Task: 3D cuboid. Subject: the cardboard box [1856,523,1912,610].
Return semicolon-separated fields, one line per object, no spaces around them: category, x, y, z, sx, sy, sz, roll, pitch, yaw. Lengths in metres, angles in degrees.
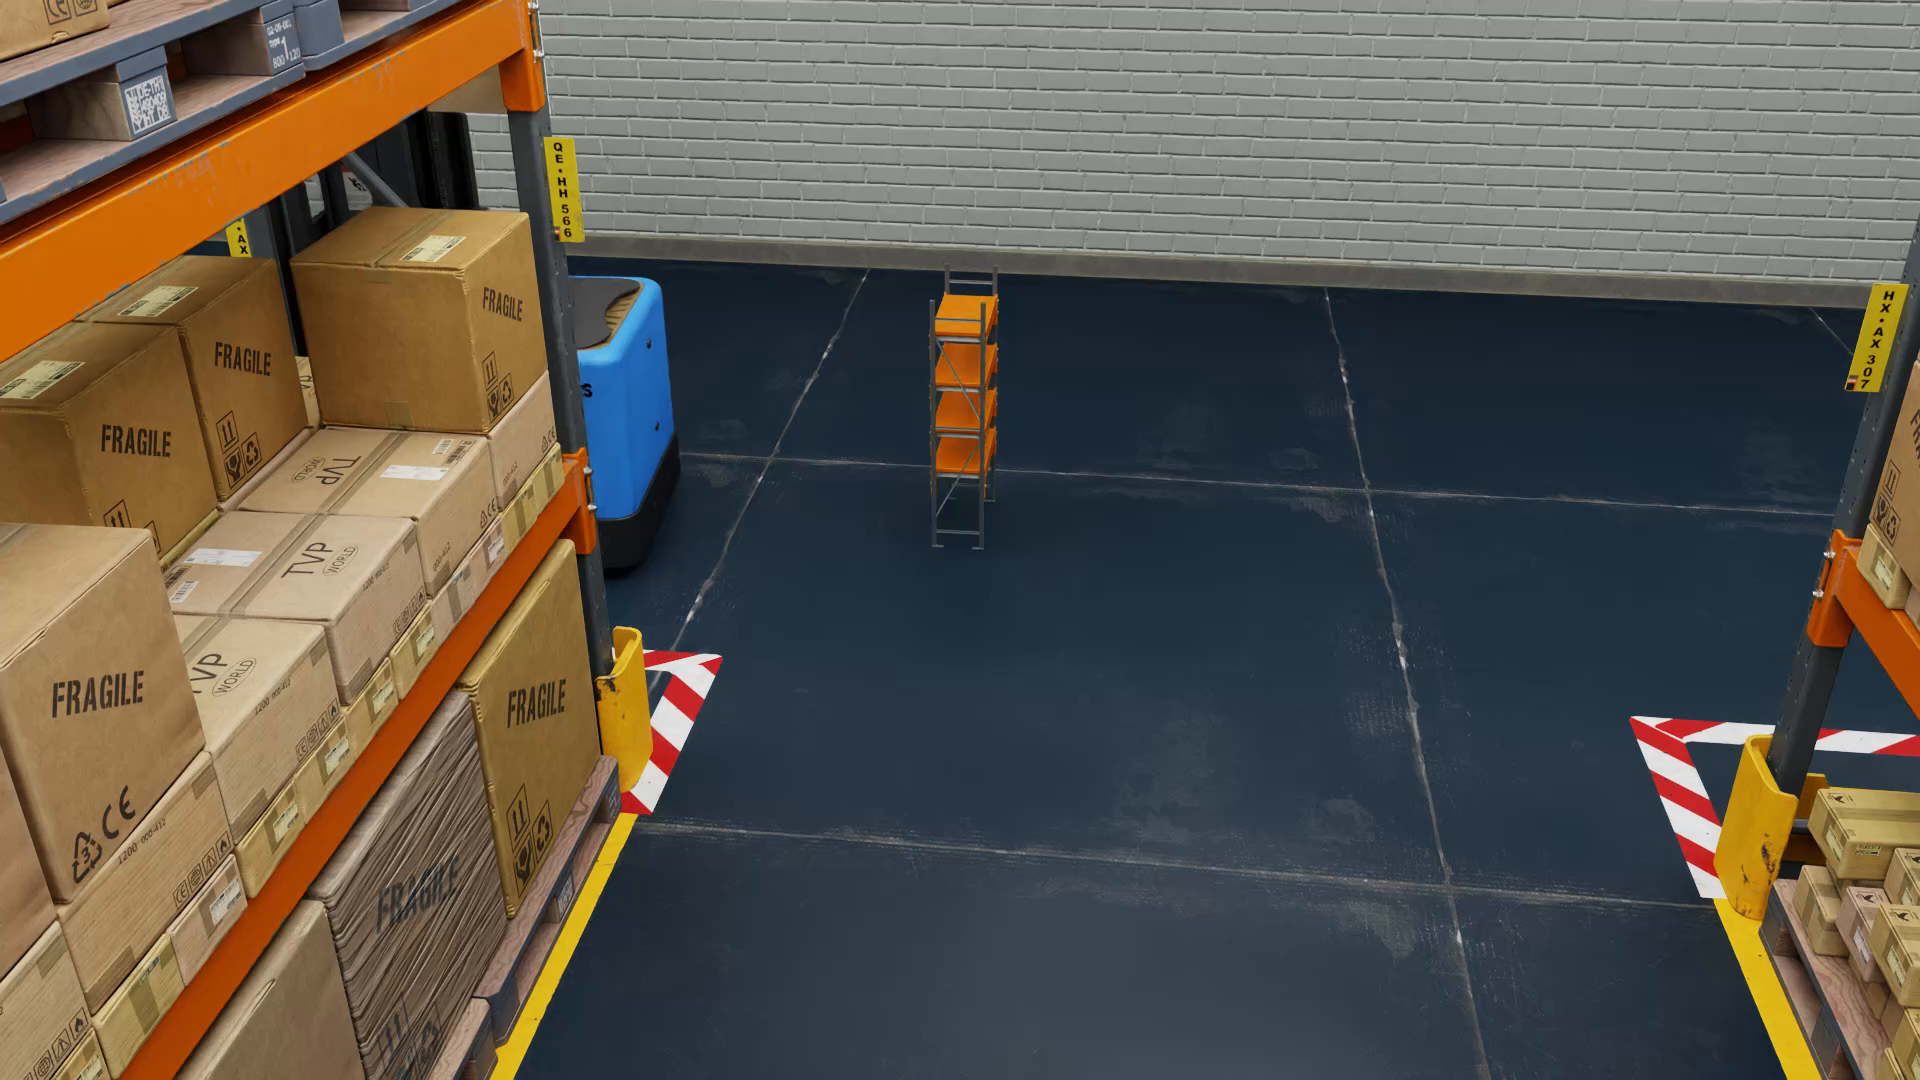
cardboard box;2.790;0.082;4.700;0.380;0.149;0.250;3;28;6

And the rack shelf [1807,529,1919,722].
rack shelf;2.910;1.096;3.311;1.077;0.370;4.000;3;28;6

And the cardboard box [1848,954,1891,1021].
cardboard box;2.822;1.264;4.804;0.380;0.149;0.250;3;28;6

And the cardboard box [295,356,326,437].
cardboard box;-2.082;-0.352;5.086;0.500;0.250;0.500;3;28;5

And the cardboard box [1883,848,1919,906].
cardboard box;2.839;1.010;4.648;0.380;0.149;0.250;4;29;7

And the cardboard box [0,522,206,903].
cardboard box;-1.806;0.303;3.079;0.500;0.500;0.500;2;28;5

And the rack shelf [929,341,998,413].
rack shelf;0.020;-0.744;7.536;0.258;0.148;0.480;3;28;6

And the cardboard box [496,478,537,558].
cardboard box;-1.503;-0.078;4.997;0.380;0.149;0.250;4;29;7

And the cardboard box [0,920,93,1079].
cardboard box;-1.862;0.880;2.798;0.500;0.250;0.500;3;28;6

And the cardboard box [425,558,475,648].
cardboard box;-1.566;0.158;4.559;0.380;0.149;0.250;4;29;7

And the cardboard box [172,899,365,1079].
cardboard box;-1.975;1.406;3.775;0.875;0.875;0.875;3;28;6

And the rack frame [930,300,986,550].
rack frame;-0.010;-0.491;7.397;0.240;1.200;0.015;3;28;6

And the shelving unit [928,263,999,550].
shelving unit;0.020;-0.606;7.610;0.258;1.200;0.503;3;28;6

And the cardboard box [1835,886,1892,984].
cardboard box;2.746;1.135;4.731;0.380;0.149;0.250;3;28;6

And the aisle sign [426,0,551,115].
aisle sign;-1.449;-1.659;4.925;0.394;0.787;0.004;3;28;6

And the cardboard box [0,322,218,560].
cardboard box;-2.201;-0.203;4.018;0.500;0.500;0.500;3;28;5

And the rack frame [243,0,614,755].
rack frame;-1.756;-0.498;5.511;1.000;3.000;0.127;3;28;6

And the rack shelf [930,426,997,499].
rack shelf;0.020;-0.372;7.736;0.258;0.148;0.480;3;28;6

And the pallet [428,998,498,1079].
pallet;-1.928;1.683;4.403;1.003;0.211;1.213;3;28;6

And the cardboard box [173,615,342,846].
cardboard box;-1.736;0.405;3.681;0.500;0.250;0.500;3;29;6

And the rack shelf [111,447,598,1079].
rack shelf;-2.001;0.760;3.934;1.077;0.370;4.000;3;28;6

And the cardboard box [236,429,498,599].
cardboard box;-1.614;-0.080;4.581;0.500;0.250;0.500;3;28;5

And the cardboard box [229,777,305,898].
cardboard box;-1.690;0.642;3.661;0.380;0.149;0.250;3;28;5

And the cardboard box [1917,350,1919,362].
cardboard box;2.836;-0.581;4.193;0.500;0.500;0.500;3;28;6

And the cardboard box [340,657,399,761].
cardboard box;-1.627;0.403;4.105;0.380;0.149;0.250;3;29;6

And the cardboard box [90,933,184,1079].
cardboard box;-1.754;0.884;3.212;0.380;0.149;0.250;3;28;5

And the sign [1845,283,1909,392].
sign;2.616;-0.575;4.741;0.100;0.325;0.005;3;28;6

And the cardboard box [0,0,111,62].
cardboard box;-1.934;-1.071;2.759;0.700;0.500;0.500;5;29;8

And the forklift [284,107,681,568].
forklift;-2.908;-1.378;7.217;3.031;2.935;1.130;1;28;2

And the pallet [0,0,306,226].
pallet;-1.983;-0.854;3.103;1.003;0.211;1.213;3;28;6

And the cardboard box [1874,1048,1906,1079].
cardboard box;2.658;1.496;4.374;0.380;0.149;0.250;4;29;7

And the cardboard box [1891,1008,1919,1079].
cardboard box;2.665;1.369;4.295;0.380;0.149;0.250;4;29;8

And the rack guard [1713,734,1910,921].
rack guard;3.145;0.974;5.414;1.175;0.500;0.348;3;28;6

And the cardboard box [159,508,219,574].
cardboard box;-2.205;0.129;4.192;0.500;0.250;0.500;2;28;4

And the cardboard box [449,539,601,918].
cardboard box;-1.755;0.559;5.348;0.875;0.875;0.875;3;28;6
